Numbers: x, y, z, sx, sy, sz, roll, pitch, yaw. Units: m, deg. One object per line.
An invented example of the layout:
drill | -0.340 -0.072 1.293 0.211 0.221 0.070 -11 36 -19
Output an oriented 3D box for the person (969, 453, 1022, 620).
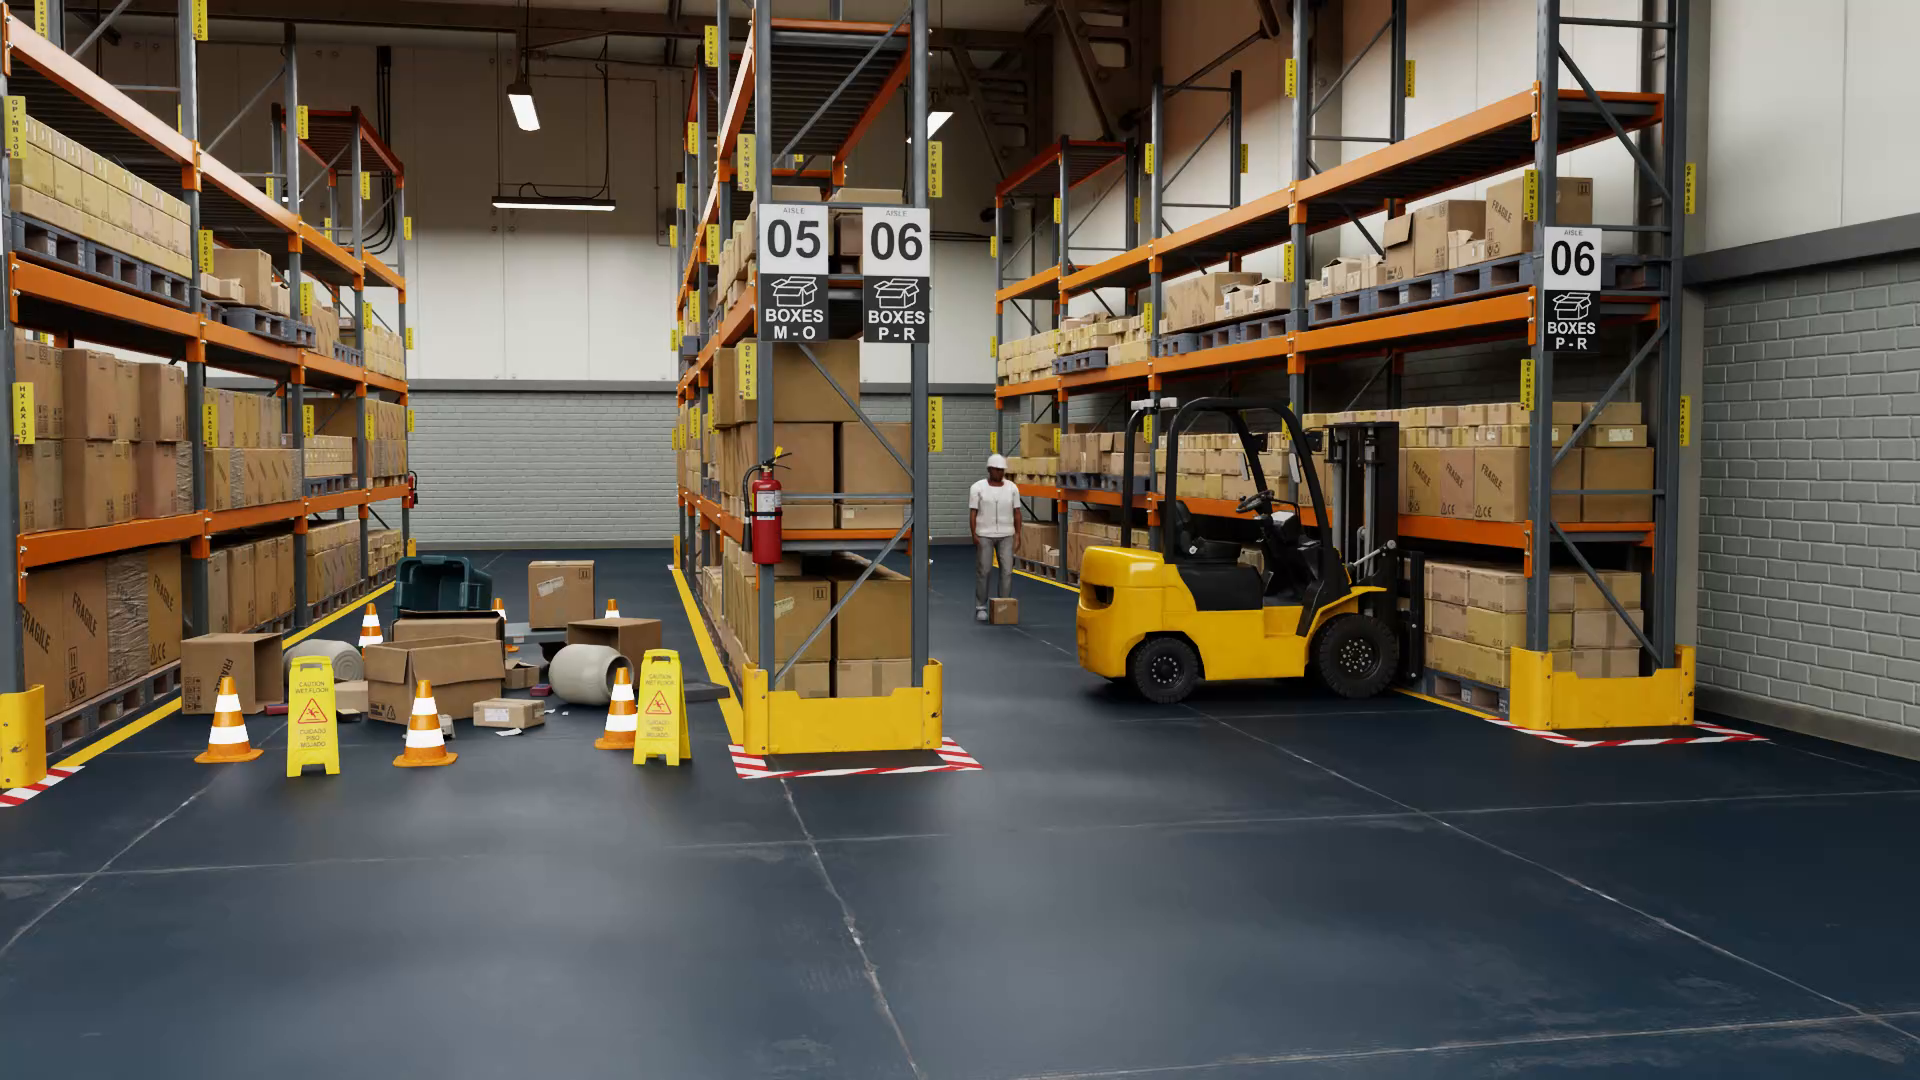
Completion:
person | 0.383 -0.038 17.683 0.566 1.769 0.364 -1 3 -10
